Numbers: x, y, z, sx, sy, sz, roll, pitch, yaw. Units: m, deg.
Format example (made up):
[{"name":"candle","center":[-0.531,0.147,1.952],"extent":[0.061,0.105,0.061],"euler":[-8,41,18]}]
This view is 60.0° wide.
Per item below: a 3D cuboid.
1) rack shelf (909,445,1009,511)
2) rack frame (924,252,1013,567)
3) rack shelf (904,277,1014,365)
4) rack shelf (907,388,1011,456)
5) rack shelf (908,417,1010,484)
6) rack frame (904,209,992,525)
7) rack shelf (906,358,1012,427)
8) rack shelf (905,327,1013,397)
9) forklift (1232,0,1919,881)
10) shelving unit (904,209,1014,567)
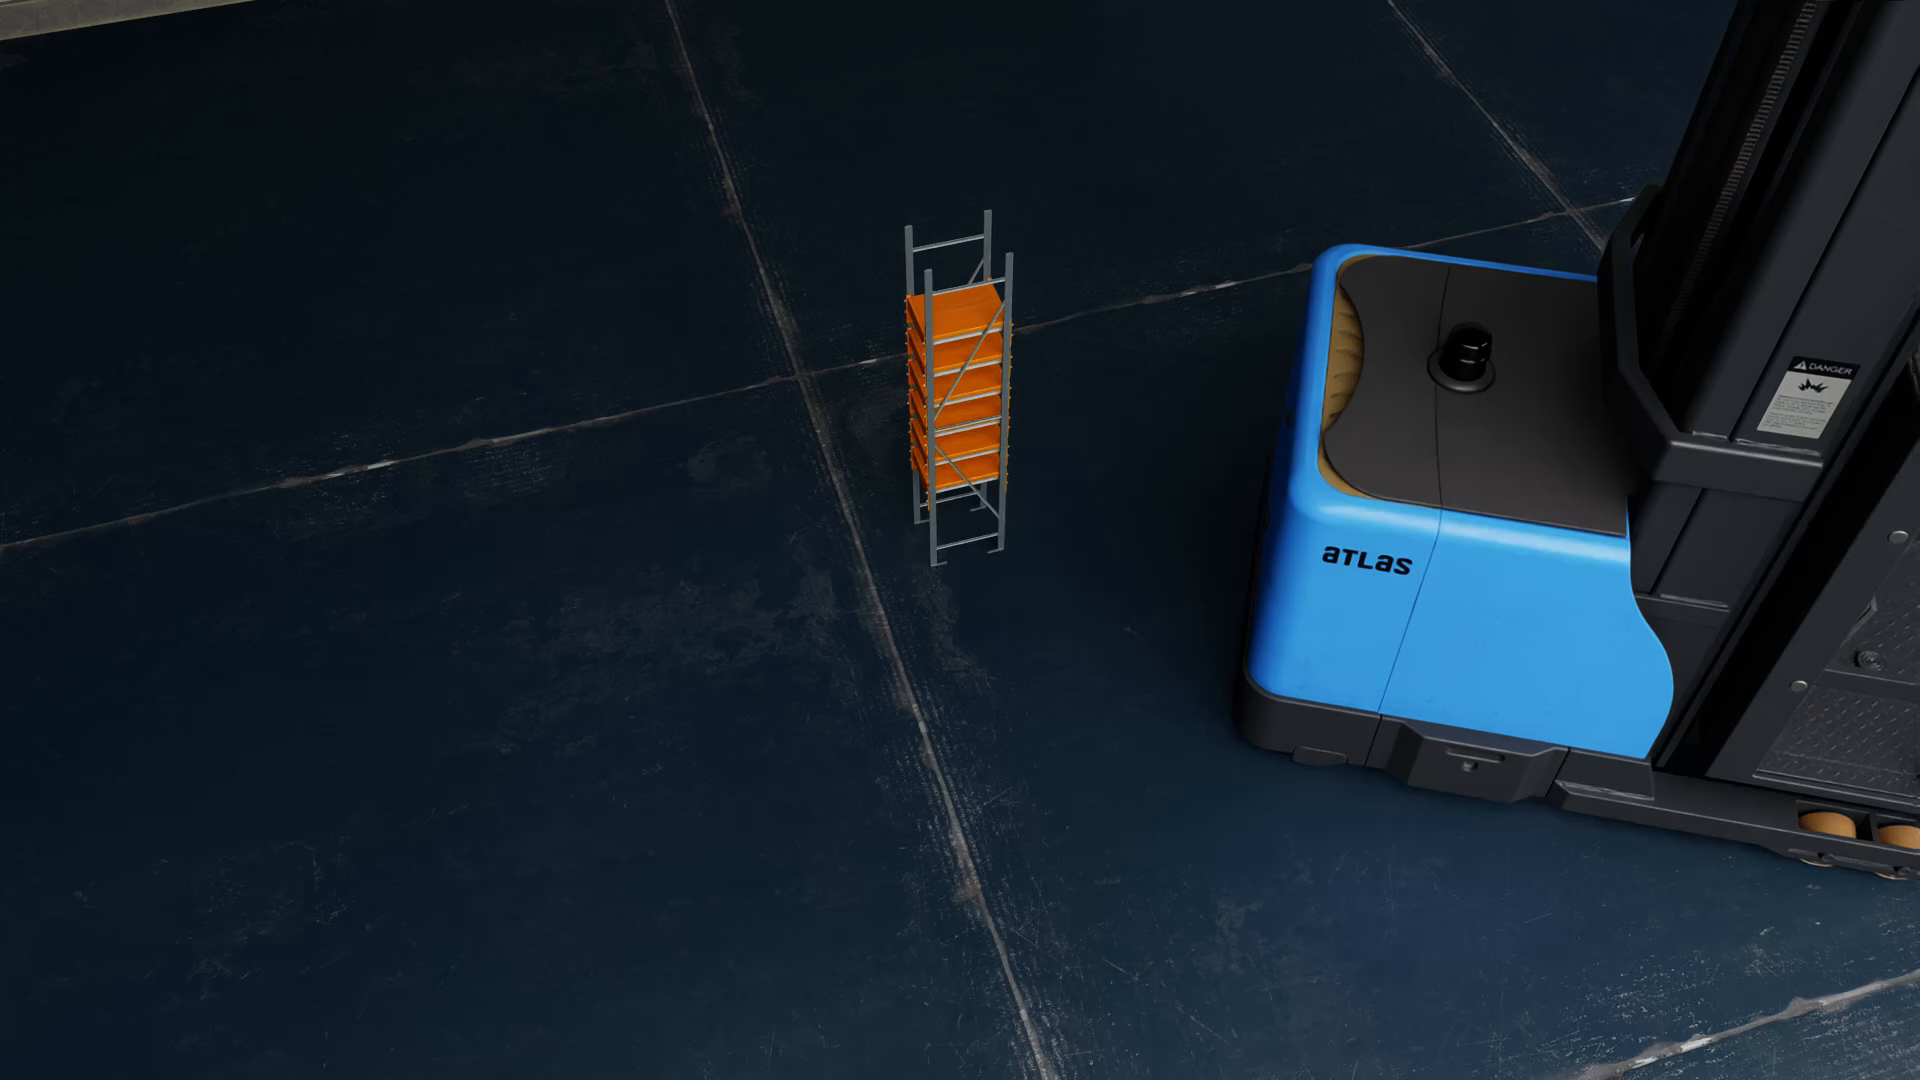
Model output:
[{"name":"rack shelf","center":[-0.004,-0.214,5.018],"extent":[0.258,0.103,0.180],"euler":[-13,51,-11]},{"name":"rack frame","center":[0.023,-0.330,4.744],"extent":[0.240,1.200,0.006],"euler":[-13,51,-11]},{"name":"rack shelf","center":[-0.004,-0.601,4.559],"extent":[0.258,0.103,0.180],"euler":[-13,51,-11]},{"name":"rack shelf","center":[-0.004,-0.369,4.834],"extent":[0.258,0.103,0.180],"euler":[-13,51,-11]},{"name":"rack shelf","center":[-0.004,-0.291,4.926],"extent":[0.258,0.103,0.180],"euler":[-13,51,-11]},{"name":"rack frame","center":[-0.031,-0.464,4.857],"extent":[0.240,1.200,0.006],"euler":[-13,51,-11]},{"name":"rack shelf","center":[-0.004,-0.446,4.742],"extent":[0.258,0.103,0.180],"euler":[-13,51,-11]},{"name":"rack shelf","center":[-0.004,-0.523,4.651],"extent":[0.258,0.103,0.180],"euler":[-13,51,-11]},{"name":"forklift","center":[2.345,-0.478,3.736],"extent":[3.031,2.935,1.130],"euler":[9,51,8]},{"name":"shelving unit","center":[-0.004,-0.397,4.800],"extent":[0.258,1.200,0.189],"euler":[-13,51,-11]}]
